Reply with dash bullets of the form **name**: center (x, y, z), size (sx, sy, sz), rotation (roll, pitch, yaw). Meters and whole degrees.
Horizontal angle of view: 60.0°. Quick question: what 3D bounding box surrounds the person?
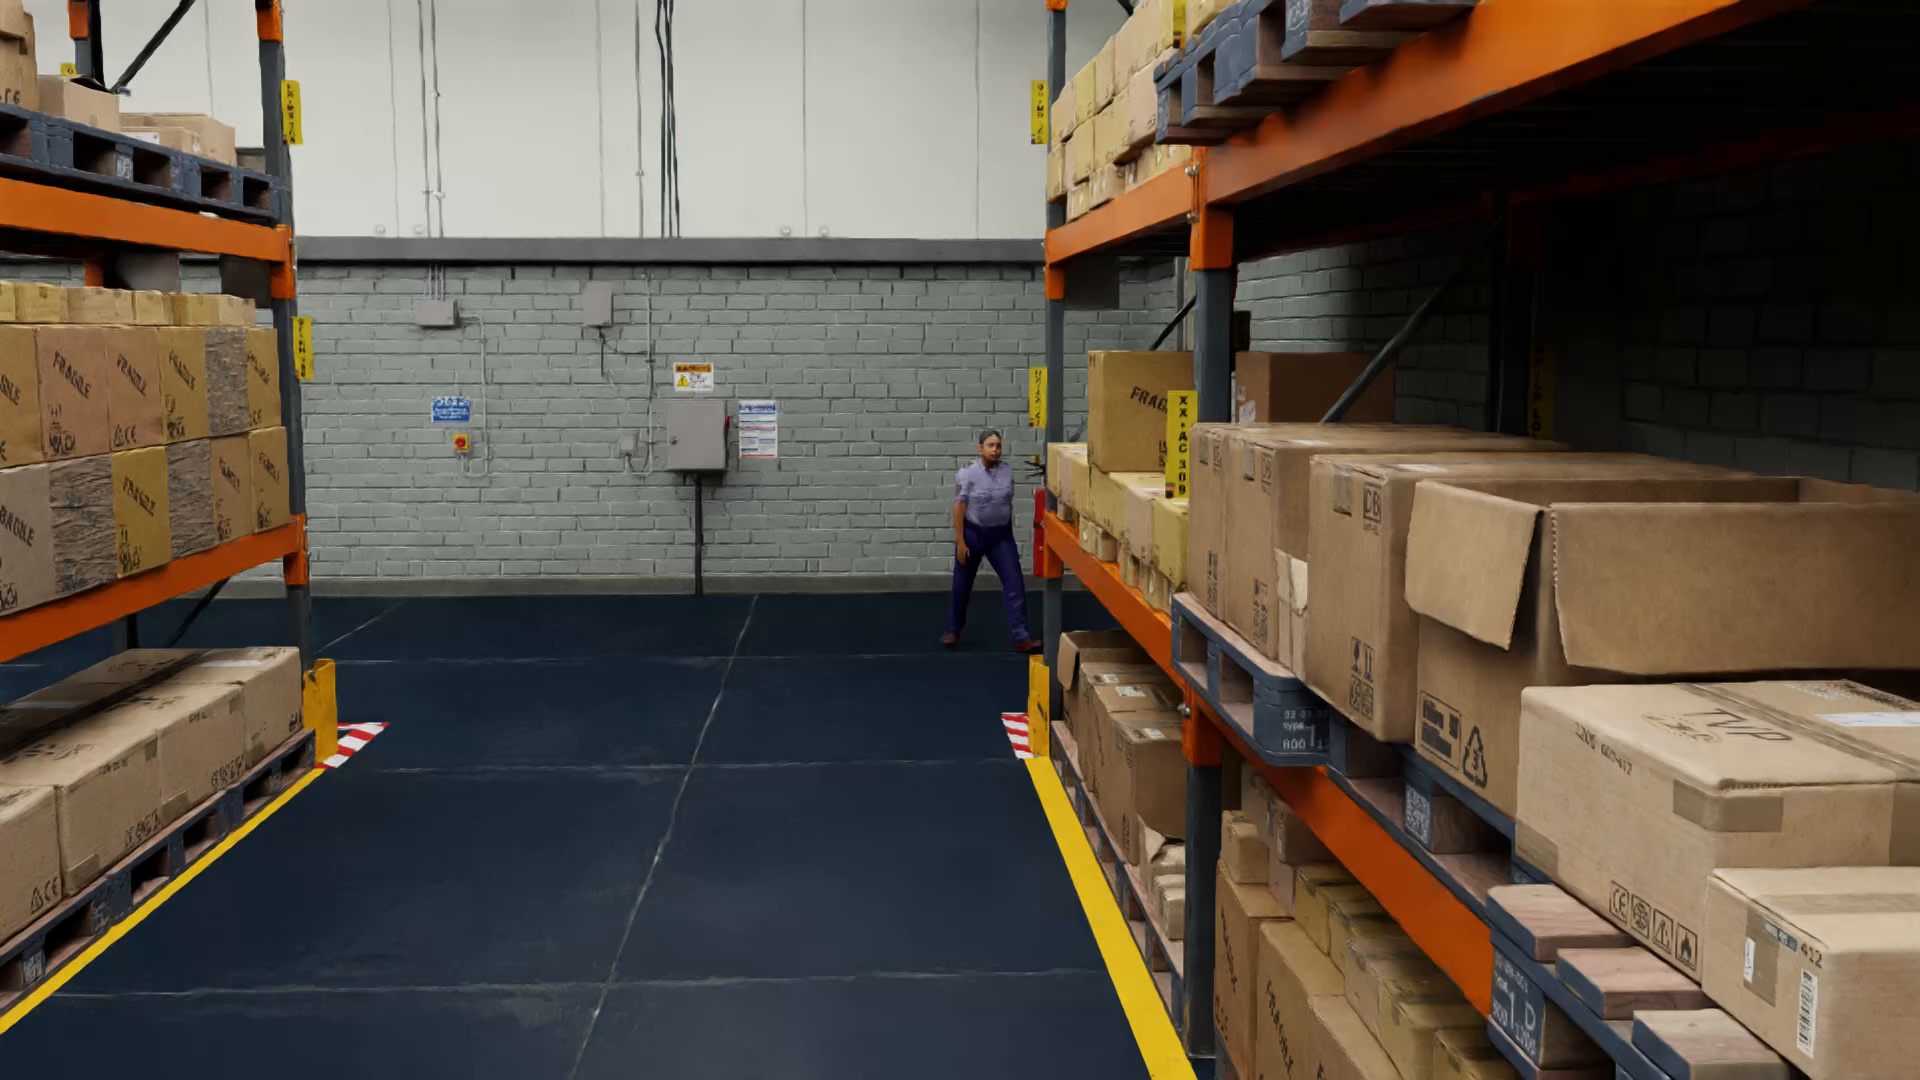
- **person**: center (0.199, -0.003, 11.935), size (0.521, 1.576, 0.909), rotation (-3, 8, -24)
